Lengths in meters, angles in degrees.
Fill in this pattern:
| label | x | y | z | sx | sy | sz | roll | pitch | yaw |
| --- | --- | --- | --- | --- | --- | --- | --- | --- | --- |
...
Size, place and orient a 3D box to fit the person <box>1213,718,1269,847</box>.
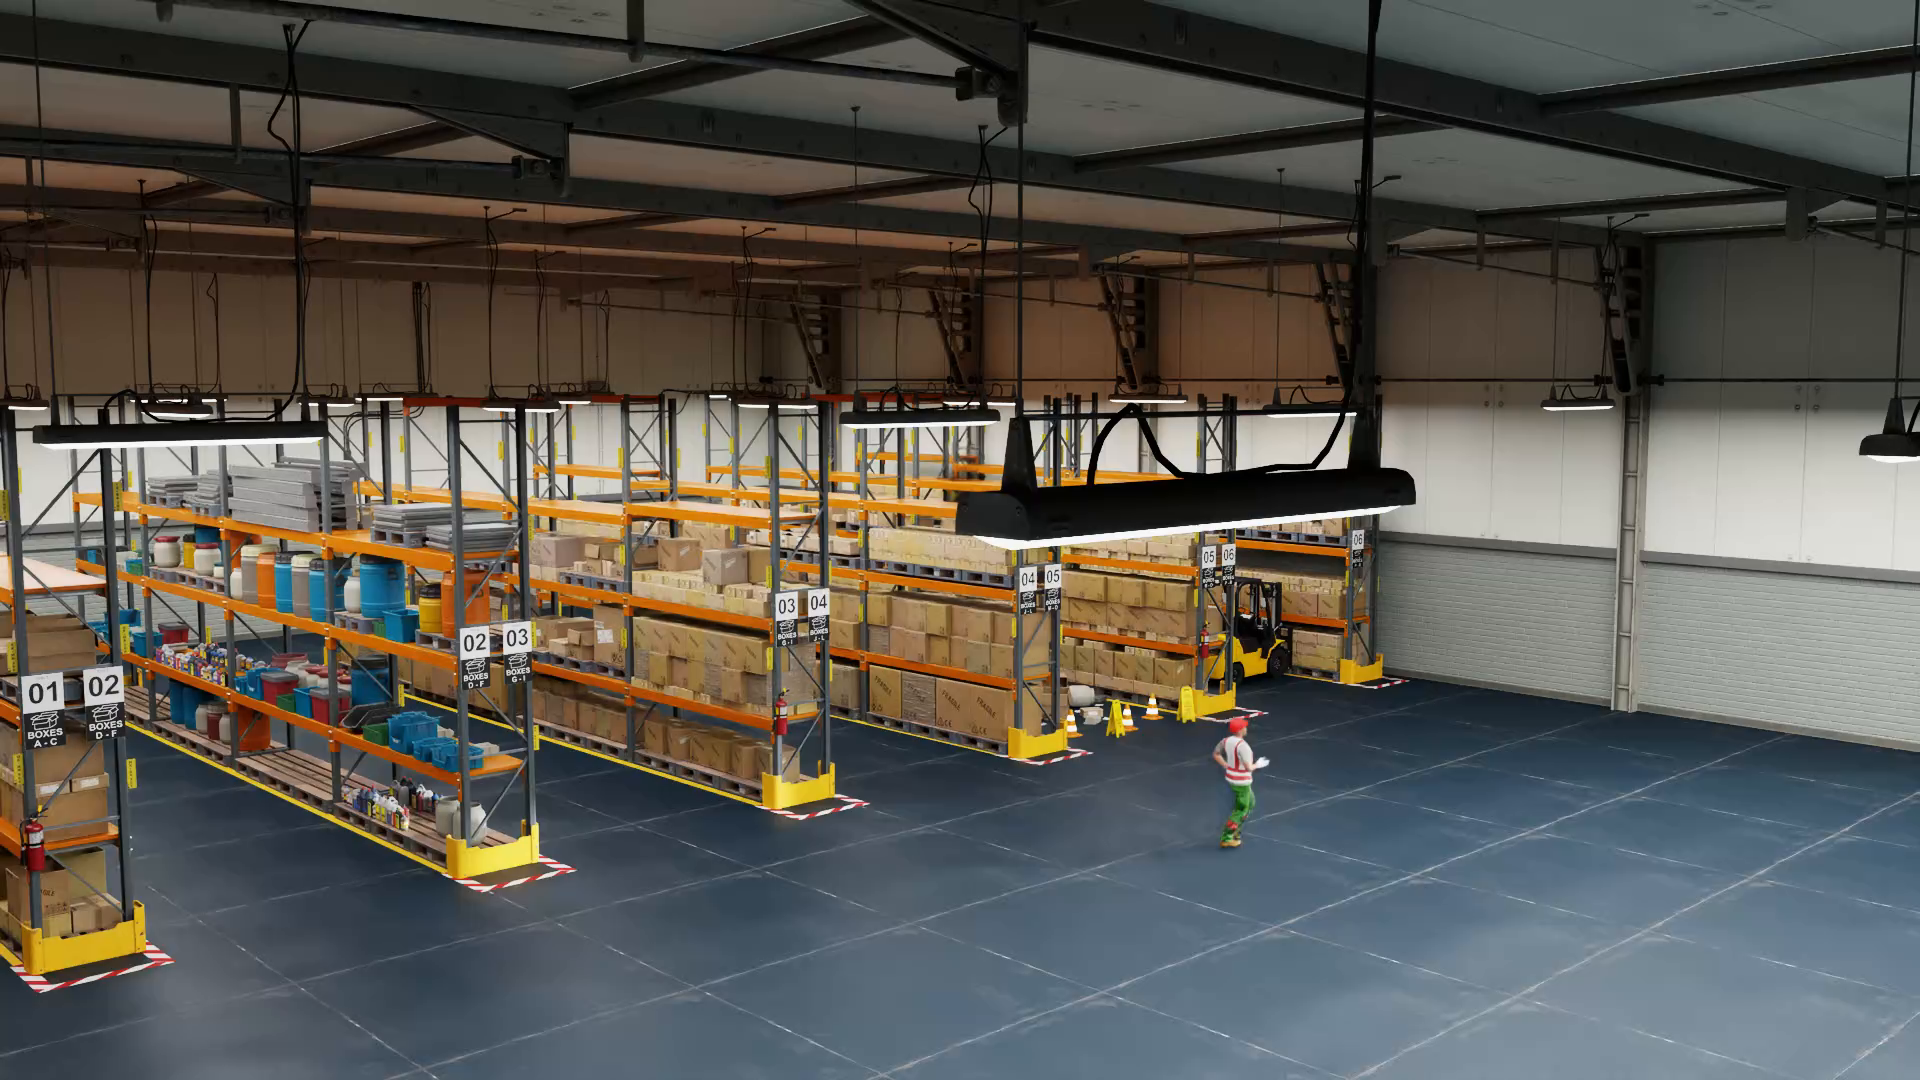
| label | x | y | z | sx | sy | sz | roll | pitch | yaw |
| --- | --- | --- | --- | --- | --- | --- | --- | --- | --- |
| person | 3.813 | 3.277 | 22.463 | 0.655 | 1.795 | 0.634 | -2 | 6 | -16 |
